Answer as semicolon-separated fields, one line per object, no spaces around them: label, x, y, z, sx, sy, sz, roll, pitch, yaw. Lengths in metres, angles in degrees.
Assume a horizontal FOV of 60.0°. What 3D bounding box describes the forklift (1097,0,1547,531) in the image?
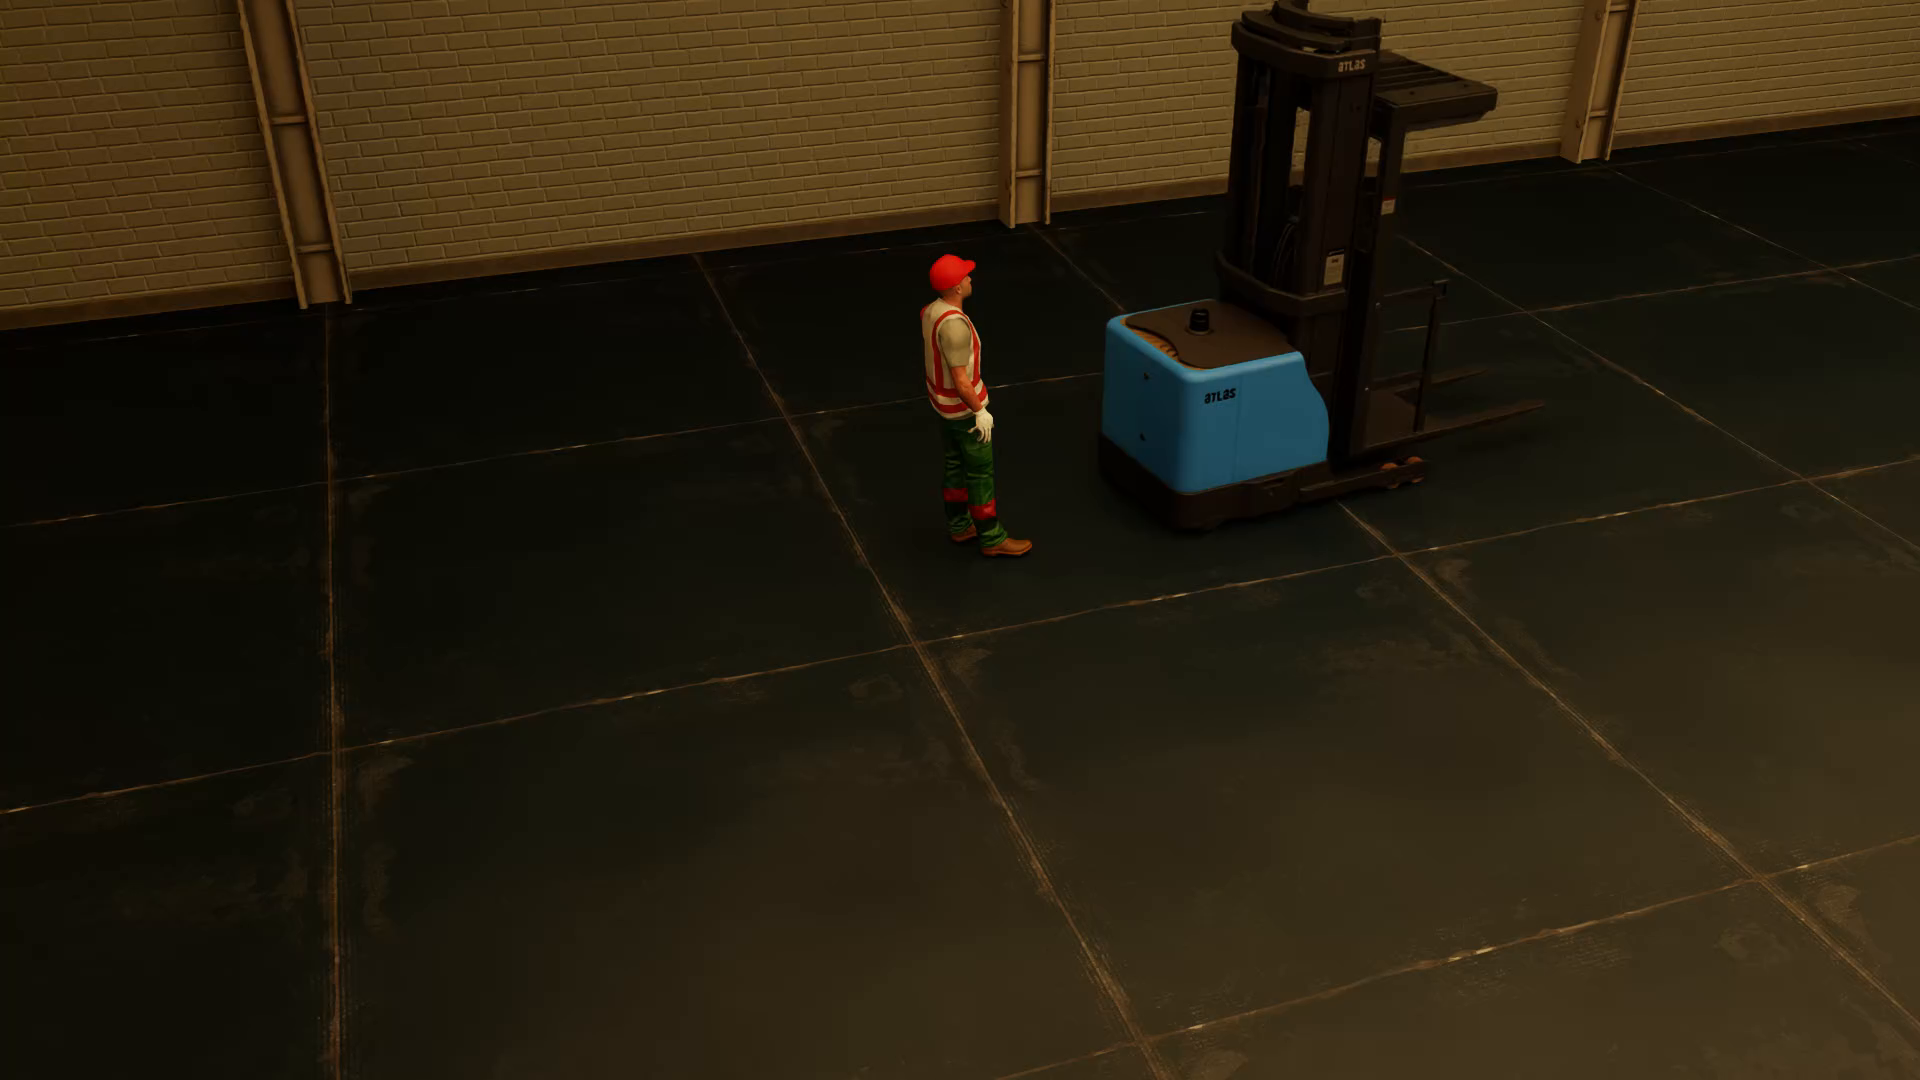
forklift;2.442;-1.818;10.247;3.031;2.935;1.130;-14;33;-22

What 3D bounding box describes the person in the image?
person;0.080;-0.789;9.588;0.564;1.787;0.637;-10;31;-16
